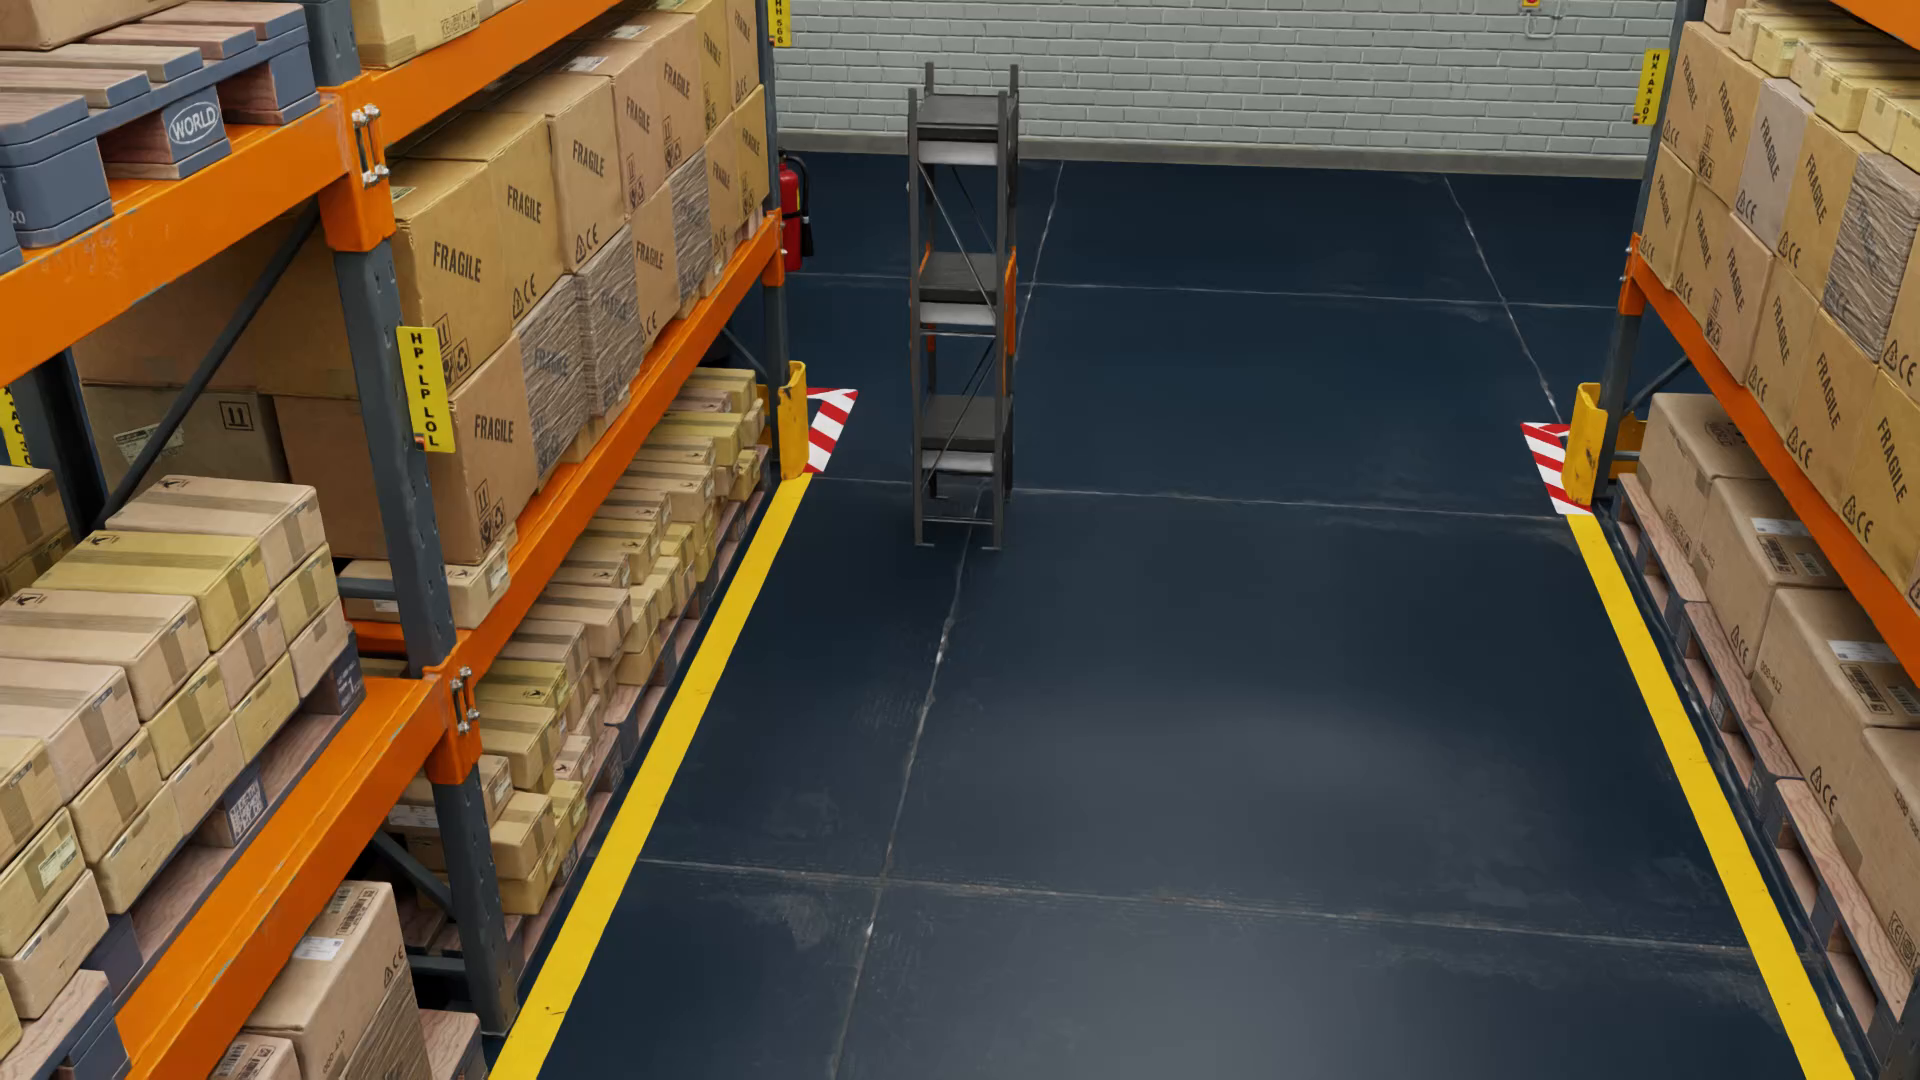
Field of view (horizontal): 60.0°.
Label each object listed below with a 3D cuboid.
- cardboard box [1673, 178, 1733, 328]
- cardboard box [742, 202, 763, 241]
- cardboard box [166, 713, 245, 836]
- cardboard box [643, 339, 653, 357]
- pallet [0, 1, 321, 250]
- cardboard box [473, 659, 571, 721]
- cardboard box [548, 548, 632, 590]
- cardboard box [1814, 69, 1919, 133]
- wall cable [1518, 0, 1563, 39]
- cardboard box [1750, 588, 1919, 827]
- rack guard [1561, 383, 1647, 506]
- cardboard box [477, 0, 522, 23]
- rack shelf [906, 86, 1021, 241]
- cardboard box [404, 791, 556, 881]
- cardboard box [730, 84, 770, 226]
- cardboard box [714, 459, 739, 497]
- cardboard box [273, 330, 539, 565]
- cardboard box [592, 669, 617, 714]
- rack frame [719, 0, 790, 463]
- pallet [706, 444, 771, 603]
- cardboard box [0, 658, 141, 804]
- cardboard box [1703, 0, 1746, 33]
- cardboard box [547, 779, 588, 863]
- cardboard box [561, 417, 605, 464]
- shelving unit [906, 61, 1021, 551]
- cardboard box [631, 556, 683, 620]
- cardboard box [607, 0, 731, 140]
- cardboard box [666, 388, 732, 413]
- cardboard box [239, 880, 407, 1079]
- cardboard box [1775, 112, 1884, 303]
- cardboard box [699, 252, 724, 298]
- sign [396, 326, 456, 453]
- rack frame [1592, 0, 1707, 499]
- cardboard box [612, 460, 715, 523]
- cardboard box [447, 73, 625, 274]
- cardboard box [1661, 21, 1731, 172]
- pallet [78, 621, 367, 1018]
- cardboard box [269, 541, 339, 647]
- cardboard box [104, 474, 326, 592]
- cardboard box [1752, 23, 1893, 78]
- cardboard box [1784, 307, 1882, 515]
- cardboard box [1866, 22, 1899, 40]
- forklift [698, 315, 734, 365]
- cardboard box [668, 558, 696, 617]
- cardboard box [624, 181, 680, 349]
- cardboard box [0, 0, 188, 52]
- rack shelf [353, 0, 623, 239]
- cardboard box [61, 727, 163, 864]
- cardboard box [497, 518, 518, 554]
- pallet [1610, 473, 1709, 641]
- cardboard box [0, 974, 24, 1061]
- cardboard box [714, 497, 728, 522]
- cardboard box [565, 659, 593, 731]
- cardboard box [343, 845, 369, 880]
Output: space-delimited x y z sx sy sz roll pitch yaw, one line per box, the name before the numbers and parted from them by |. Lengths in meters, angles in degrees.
cardboard box | 3.189 -1.122 6.564 0.500 0.500 0.500 3 28 5
cardboard box | -1.118 -1.486 7.611 0.380 0.149 0.250 3 28 6
cardboard box | -1.764 0.480 3.519 0.380 0.149 0.250 3 28 6
cardboard box | -1.379 -0.759 6.261 0.380 0.149 0.250 4 29 7
pallet | -2.030 -0.837 3.177 1.213 0.211 1.003 3 28 6
cardboard box | -1.526 0.526 5.546 0.380 0.149 0.250 3 28 5
cardboard box | -1.453 0.154 6.237 0.380 0.149 0.250 2 28 4
cardboard box | 3.017 -1.418 5.376 0.380 0.149 0.250 3 28 5
wall cable | 4.235 -4.643 12.102 0.585 1.953 0.123 3 28 6
cardboard box | 3.369 0.589 5.754 0.875 0.438 0.875 3 28 5
rack guard | 3.570 -0.437 8.035 1.175 0.500 0.348 3 28 6
cardboard box | -1.477 -1.577 4.511 0.500 0.250 0.500 3 28 5
rack shelf | 0.020 -1.607 7.071 0.431 0.518 0.480 3 28 6
cardboard box | -1.486 0.903 5.160 0.380 0.149 0.250 5 29 9
cardboard box | -1.158 -1.715 7.352 0.500 0.500 0.500 4 29 7
cardboard box | -1.201 -0.318 7.427 0.380 0.149 0.250 2 28 4
cardboard box | -1.537 -0.277 4.683 0.500 0.500 0.500 3 28 5
cardboard box | -1.494 0.537 6.153 0.380 0.149 0.250 2 28 4
rack frame | -1.358 -1.767 7.867 1.000 3.000 0.127 3 28 6
pallet | -1.502 -0.123 7.756 1.003 0.211 1.213 3 28 6
cardboard box | -1.801 0.352 3.129 0.380 0.149 0.250 3 28 6
cardboard box | 3.249 -2.145 6.726 0.380 0.149 0.250 4 29 7
cardboard box | -1.452 0.908 5.464 0.380 0.149 0.250 4 29 8
cardboard box | -1.415 -0.385 5.566 0.380 0.149 0.250 4 29 7
shelving unit | 0.020 -1.002 7.397 0.431 2.100 0.503 3 28 6
cardboard box | -1.308 0.178 6.507 0.380 0.149 0.250 4 29 7
cardboard box | -1.229 -1.914 6.666 0.500 0.500 0.500 2 28 4
cardboard box | -1.259 -0.580 7.599 0.380 0.149 0.250 4 29 7
cardboard box | -1.689 1.067 4.009 0.500 0.250 0.500 3 28 5
cardboard box | 3.054 -1.080 5.433 0.500 0.500 0.500 3 29 6
cardboard box | -1.209 -1.131 6.952 0.380 0.149 0.250 4 29 8
sign | -1.297 -0.363 4.040 0.100 0.325 0.005 3 28 6
rack frame | 3.567 -1.527 7.421 1.000 3.000 0.127 3 28 6
cardboard box | -1.237 -0.202 6.899 0.380 0.149 0.250 4 29 8
cardboard box | -1.410 -1.178 5.300 0.500 0.500 0.500 4 29 7
cardboard box | 3.225 -1.801 6.772 0.500 0.500 0.500 3 28 5
pallet | -2.086 0.552 3.765 1.003 0.211 1.213 3 28 6
cardboard box | -1.701 0.110 3.892 0.380 0.149 0.250 4 29 8
cardboard box | -1.704 -0.020 3.819 0.380 0.149 0.250 5 29 9
cardboard box | 3.127 -1.777 6.043 0.380 0.149 0.250 2 28 5
cardboard box | 2.985 -0.401 5.226 0.500 0.500 0.500 3 28 5
cardboard box | 3.714 -1.995 6.447 0.380 0.149 0.250 4 29 7
forklift | -2.669 -2.679 9.632 1.130 2.935 3.031 -23 36 -36
cardboard box | -1.304 0.178 6.820 0.380 0.149 0.250 4 29 7
cardboard box | -1.350 -1.000 6.024 0.500 0.500 0.500 5 29 9
cardboard box | -2.004 -1.261 3.218 0.700 0.500 0.500 3 28 6
rack shelf | -1.603 -1.829 5.578 1.077 0.370 4.000 3 28 6
cardboard box | -1.795 0.479 3.206 0.380 0.149 0.250 2 28 5
cardboard box | -1.531 -0.014 4.877 0.380 0.149 0.250 4 29 8
pallet | 3.547 0.082 7.375 1.003 0.211 1.213 3 28 6
cardboard box | -1.857 0.854 2.825 0.380 0.149 0.250 5 29 8
cardboard box | -1.265 -0.190 7.504 0.380 0.149 0.250 3 28 6
cardboard box | -1.514 0.535 5.843 0.380 0.149 0.250 2 28 4
cardboard box | -2.138 0.982 5.328 0.380 0.149 0.250 4 29 7
